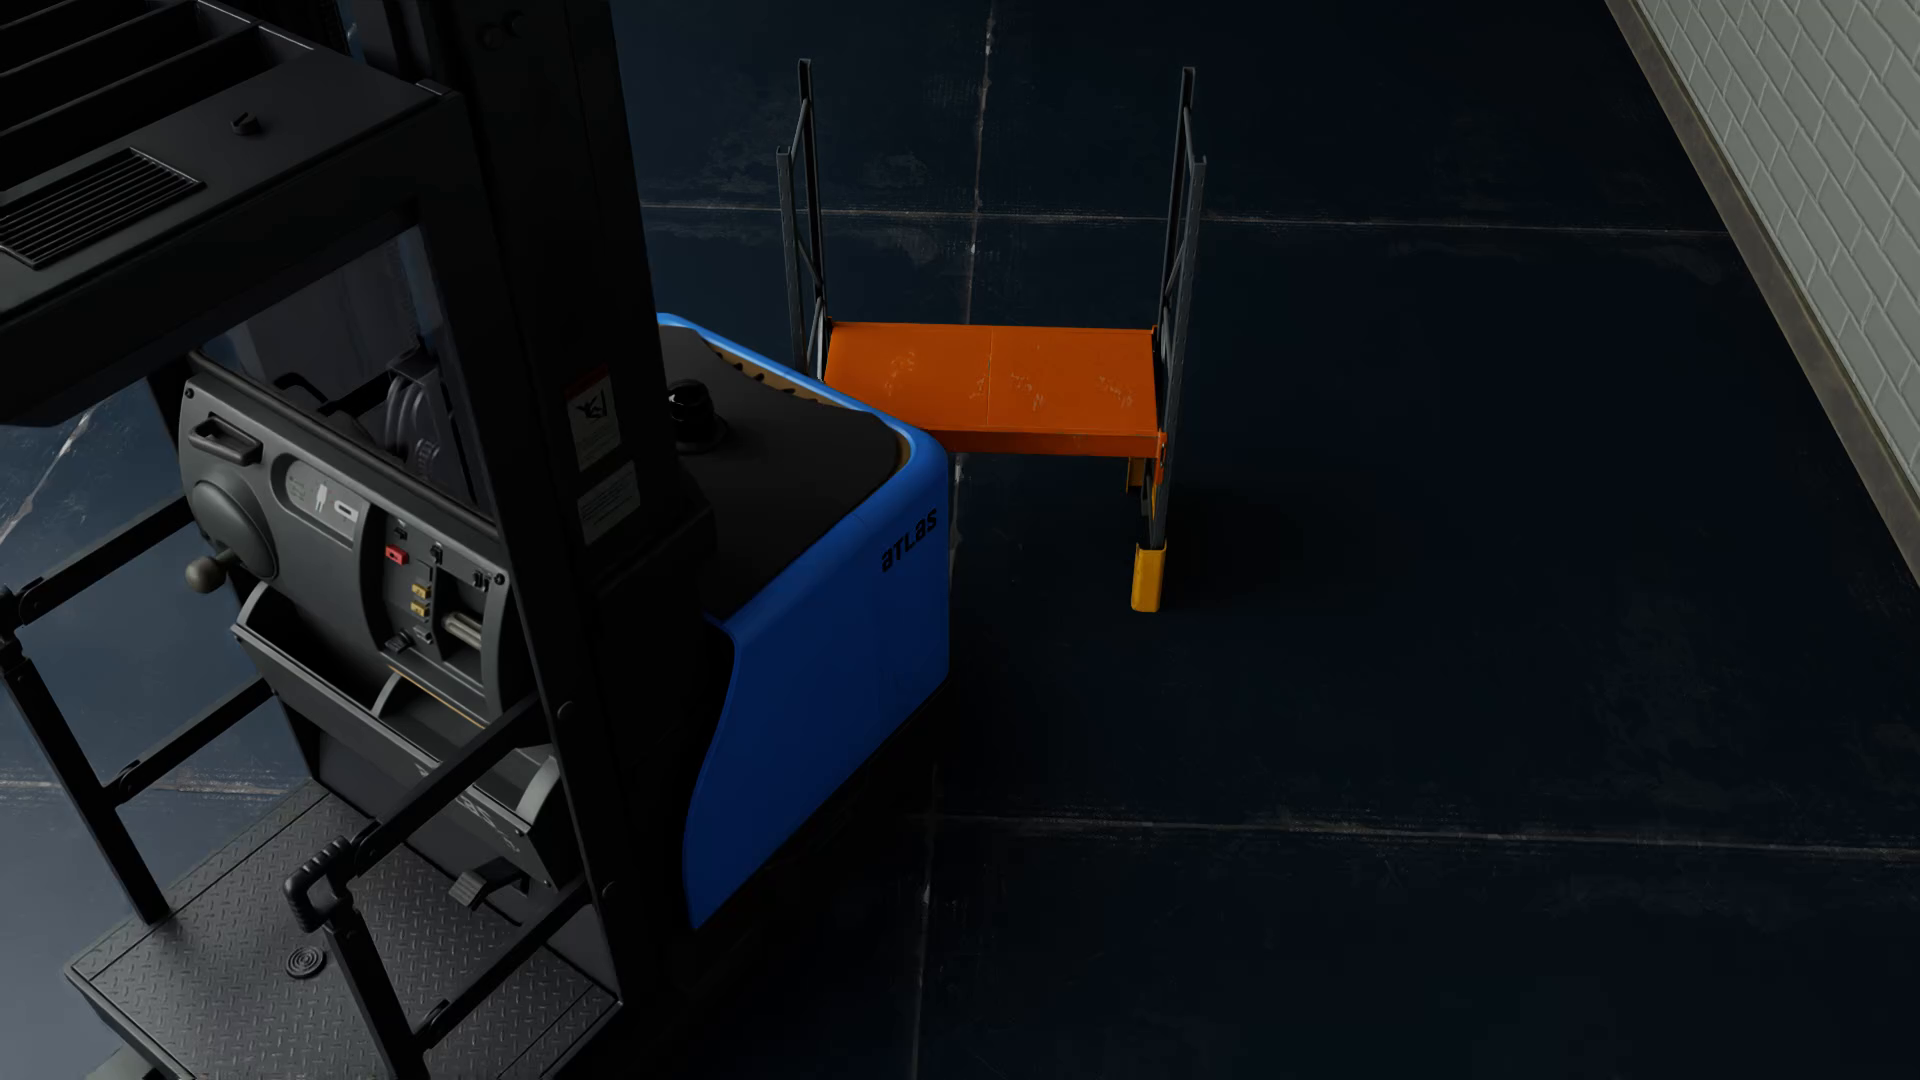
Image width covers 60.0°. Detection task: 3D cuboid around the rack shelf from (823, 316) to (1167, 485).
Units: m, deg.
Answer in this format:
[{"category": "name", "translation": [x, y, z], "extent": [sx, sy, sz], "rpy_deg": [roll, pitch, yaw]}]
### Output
[{"category": "rack shelf", "translation": [0.085, -0.415, 4.859], "extent": [1.000, 0.185, 0.538], "rpy_deg": [2, 43, 2]}]

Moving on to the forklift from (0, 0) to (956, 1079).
[{"category": "forklift", "translation": [-1.288, 0.099, 2.994], "extent": [1.130, 2.935, 3.031], "rpy_deg": [27, 49, 26]}]

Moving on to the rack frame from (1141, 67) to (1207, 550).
[{"category": "rack frame", "translation": [0.593, -0.531, 4.719], "extent": [0.032, 1.500, 0.500], "rpy_deg": [2, 43, 2]}]

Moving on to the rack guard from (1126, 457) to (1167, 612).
[{"category": "rack guard", "translation": [0.574, -0.074, 5.146], "extent": [0.087, 0.250, 0.587], "rpy_deg": [2, 43, 2]}]

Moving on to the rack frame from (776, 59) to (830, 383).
[{"category": "rack frame", "translation": [-0.423, -0.562, 4.753], "extent": [0.032, 1.500, 0.500], "rpy_deg": [2, 43, 2]}]

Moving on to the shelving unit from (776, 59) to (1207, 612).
[{"category": "shelving unit", "translation": [0.076, -0.546, 4.736], "extent": [1.083, 1.500, 0.587], "rpy_deg": [2, 43, 2]}]
